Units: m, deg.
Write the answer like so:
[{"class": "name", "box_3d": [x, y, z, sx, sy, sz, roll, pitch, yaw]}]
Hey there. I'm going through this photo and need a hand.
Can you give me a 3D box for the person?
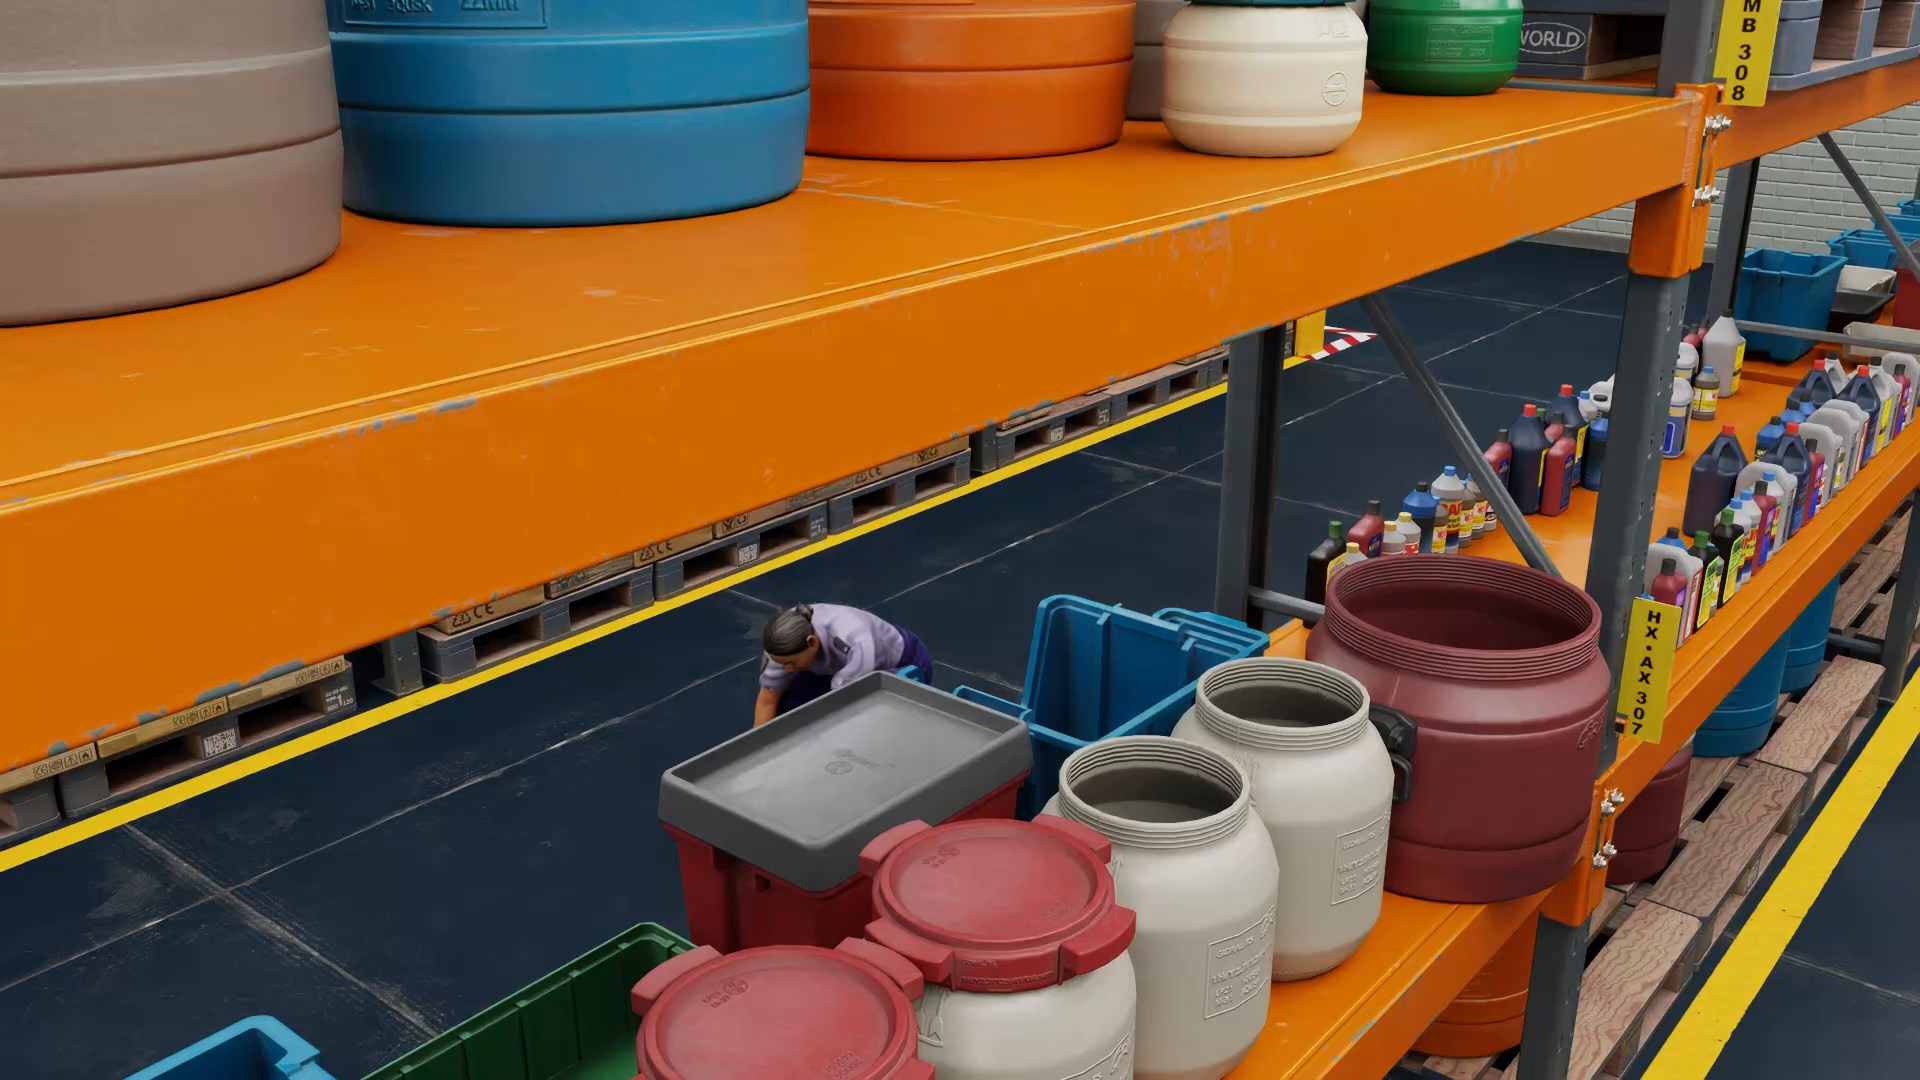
[{"class": "person", "box_3d": [-0.458, 0.553, 6.278, 0.522, 0.843, 0.824, 16, 26, 36]}]
